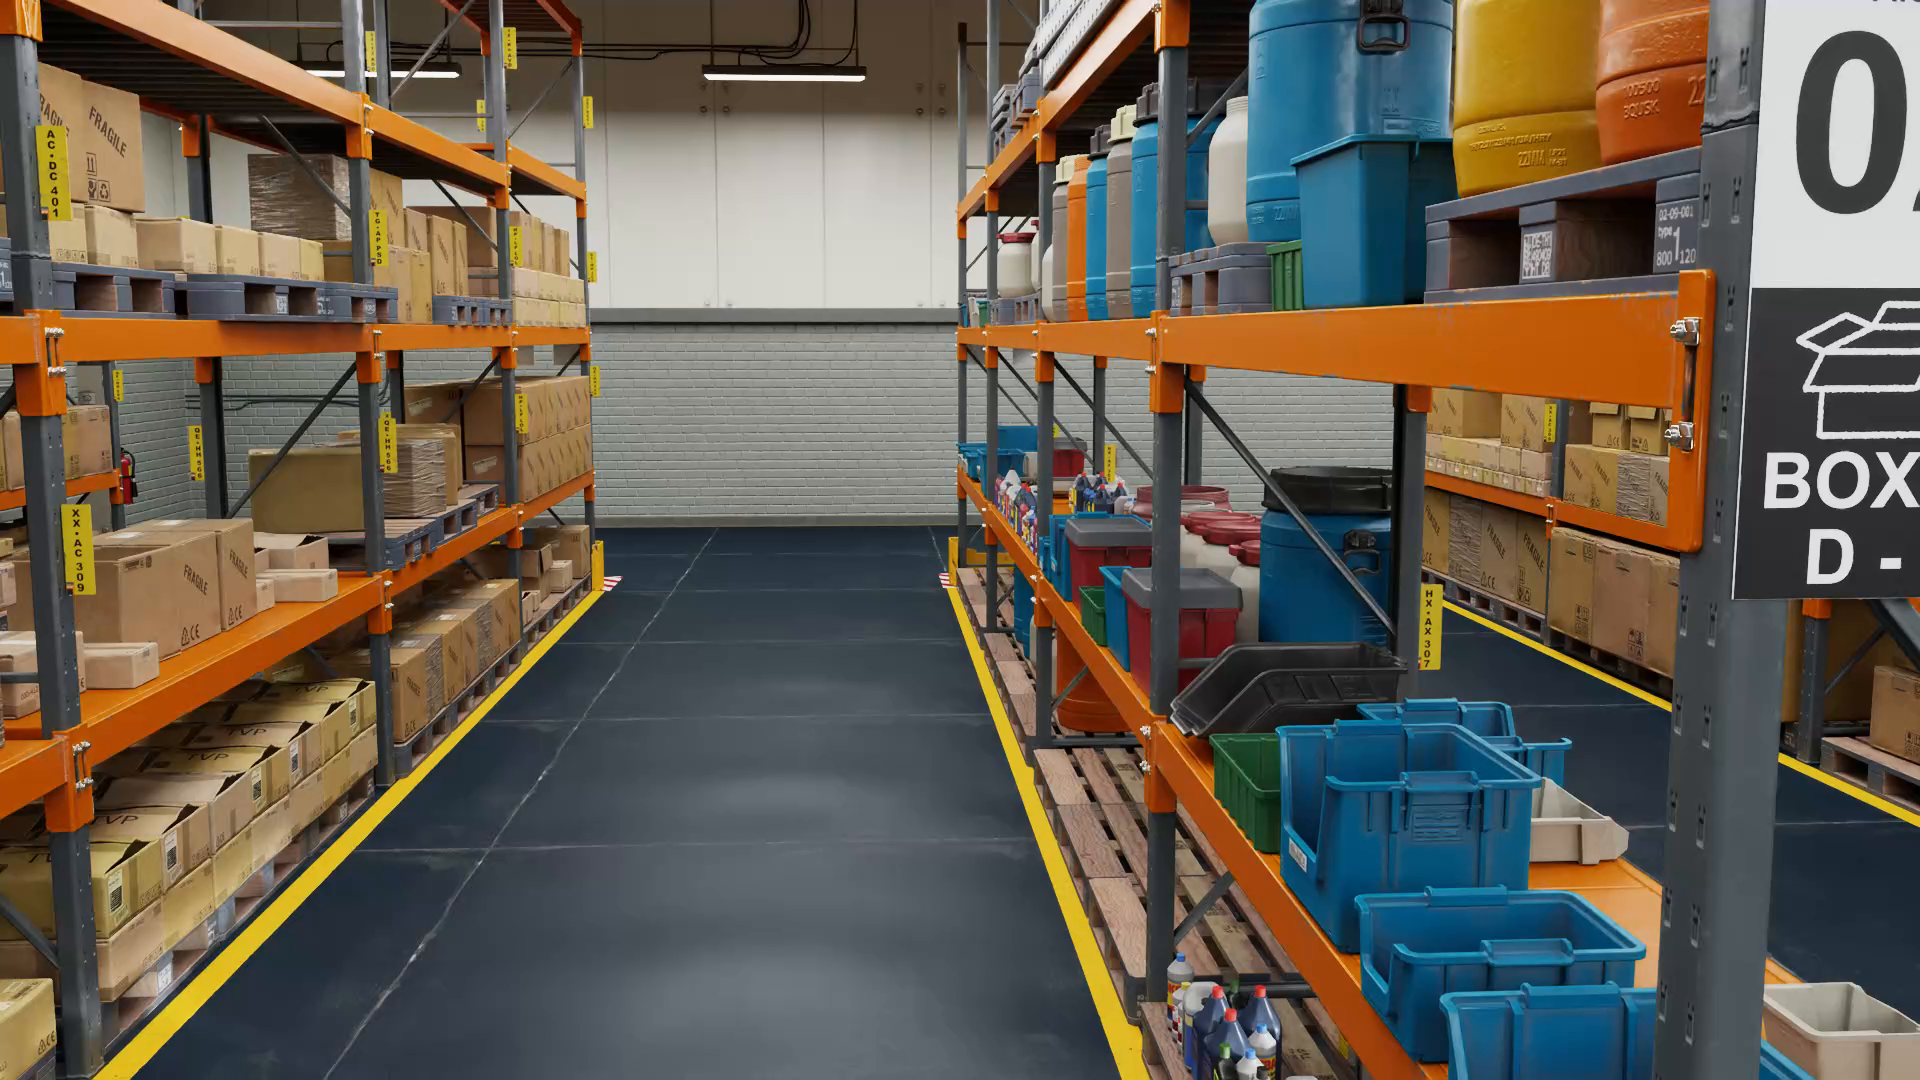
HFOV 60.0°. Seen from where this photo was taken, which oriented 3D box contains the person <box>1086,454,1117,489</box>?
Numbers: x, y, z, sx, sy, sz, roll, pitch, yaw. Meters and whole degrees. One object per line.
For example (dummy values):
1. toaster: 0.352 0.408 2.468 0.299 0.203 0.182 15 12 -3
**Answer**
1. person: 1.407 -0.144 17.006 0.427 1.566 0.664 2 7 12
